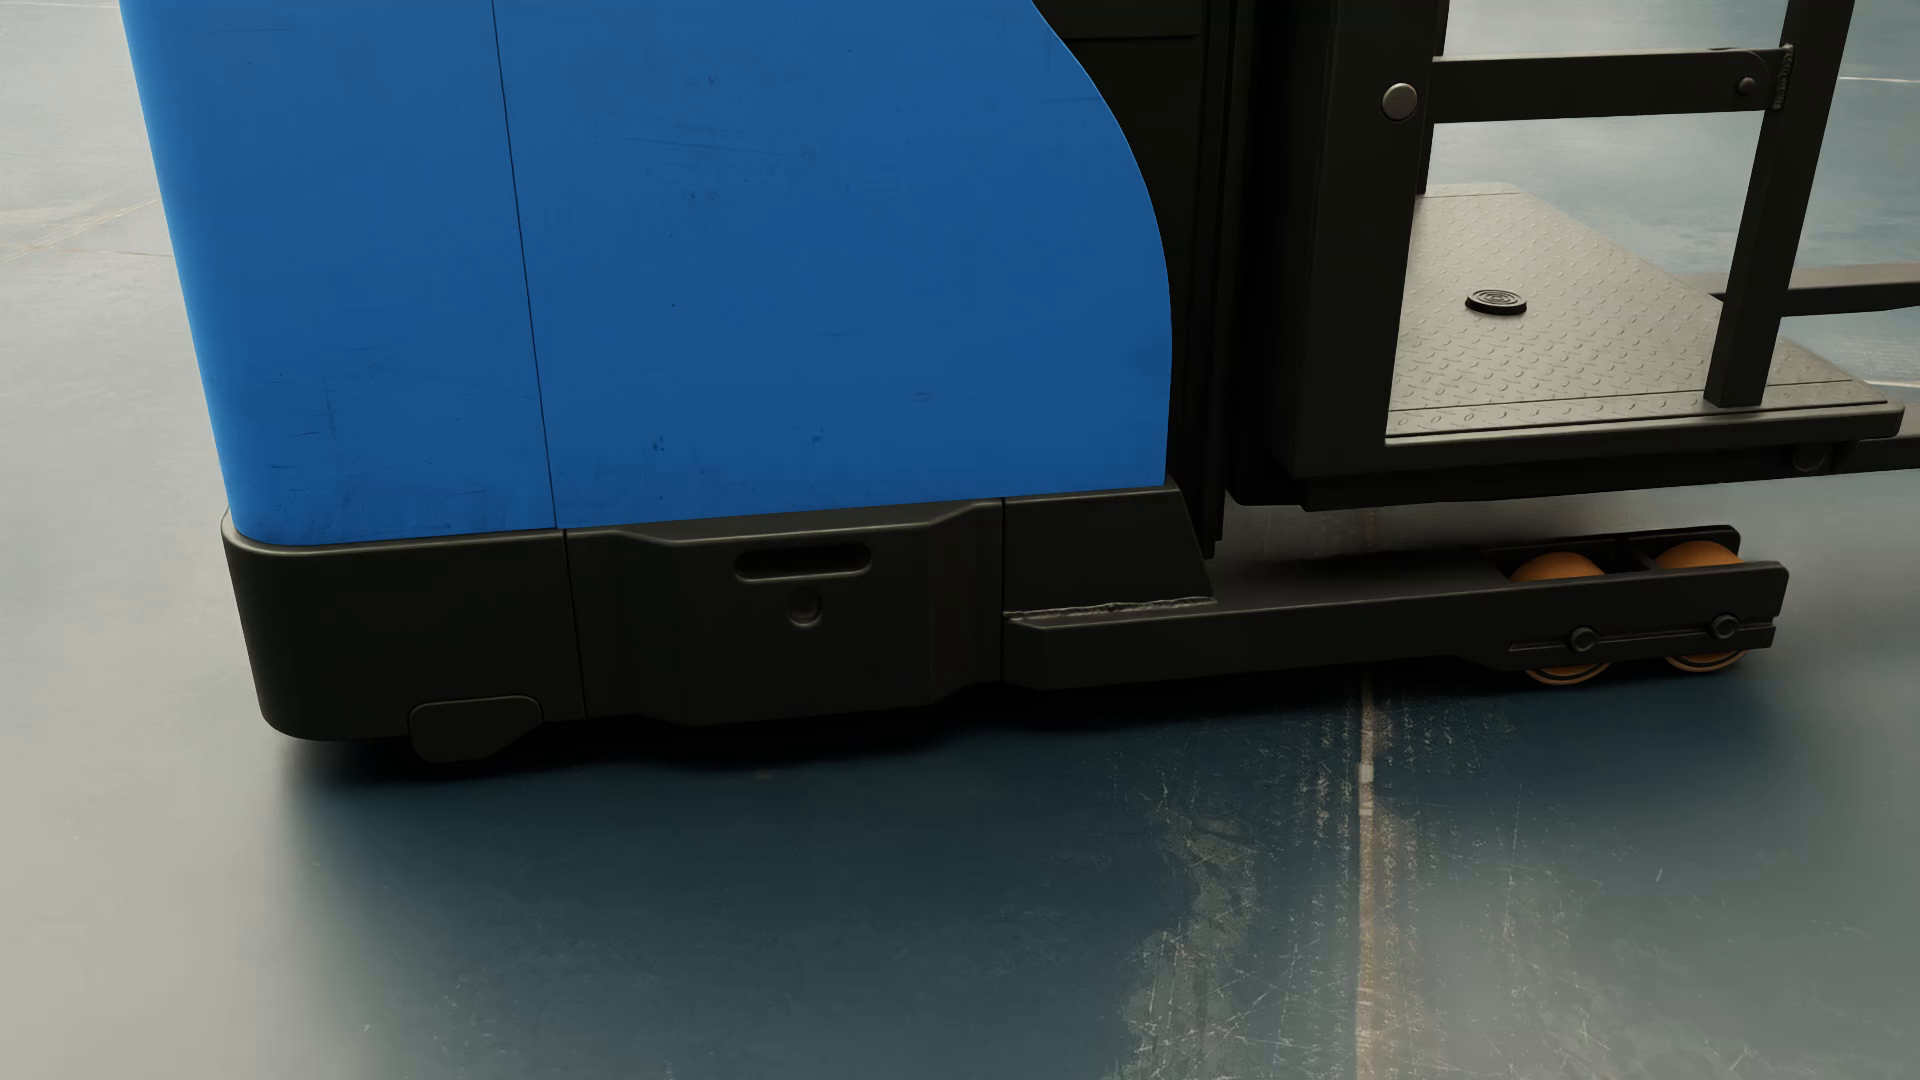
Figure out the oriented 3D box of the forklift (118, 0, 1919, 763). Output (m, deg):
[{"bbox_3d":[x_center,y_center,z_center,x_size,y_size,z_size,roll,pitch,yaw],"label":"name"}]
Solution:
[{"bbox_3d":[0.600,-1.354,1.930,3.031,2.935,1.130,-4,27,-9],"label":"forklift"}]
